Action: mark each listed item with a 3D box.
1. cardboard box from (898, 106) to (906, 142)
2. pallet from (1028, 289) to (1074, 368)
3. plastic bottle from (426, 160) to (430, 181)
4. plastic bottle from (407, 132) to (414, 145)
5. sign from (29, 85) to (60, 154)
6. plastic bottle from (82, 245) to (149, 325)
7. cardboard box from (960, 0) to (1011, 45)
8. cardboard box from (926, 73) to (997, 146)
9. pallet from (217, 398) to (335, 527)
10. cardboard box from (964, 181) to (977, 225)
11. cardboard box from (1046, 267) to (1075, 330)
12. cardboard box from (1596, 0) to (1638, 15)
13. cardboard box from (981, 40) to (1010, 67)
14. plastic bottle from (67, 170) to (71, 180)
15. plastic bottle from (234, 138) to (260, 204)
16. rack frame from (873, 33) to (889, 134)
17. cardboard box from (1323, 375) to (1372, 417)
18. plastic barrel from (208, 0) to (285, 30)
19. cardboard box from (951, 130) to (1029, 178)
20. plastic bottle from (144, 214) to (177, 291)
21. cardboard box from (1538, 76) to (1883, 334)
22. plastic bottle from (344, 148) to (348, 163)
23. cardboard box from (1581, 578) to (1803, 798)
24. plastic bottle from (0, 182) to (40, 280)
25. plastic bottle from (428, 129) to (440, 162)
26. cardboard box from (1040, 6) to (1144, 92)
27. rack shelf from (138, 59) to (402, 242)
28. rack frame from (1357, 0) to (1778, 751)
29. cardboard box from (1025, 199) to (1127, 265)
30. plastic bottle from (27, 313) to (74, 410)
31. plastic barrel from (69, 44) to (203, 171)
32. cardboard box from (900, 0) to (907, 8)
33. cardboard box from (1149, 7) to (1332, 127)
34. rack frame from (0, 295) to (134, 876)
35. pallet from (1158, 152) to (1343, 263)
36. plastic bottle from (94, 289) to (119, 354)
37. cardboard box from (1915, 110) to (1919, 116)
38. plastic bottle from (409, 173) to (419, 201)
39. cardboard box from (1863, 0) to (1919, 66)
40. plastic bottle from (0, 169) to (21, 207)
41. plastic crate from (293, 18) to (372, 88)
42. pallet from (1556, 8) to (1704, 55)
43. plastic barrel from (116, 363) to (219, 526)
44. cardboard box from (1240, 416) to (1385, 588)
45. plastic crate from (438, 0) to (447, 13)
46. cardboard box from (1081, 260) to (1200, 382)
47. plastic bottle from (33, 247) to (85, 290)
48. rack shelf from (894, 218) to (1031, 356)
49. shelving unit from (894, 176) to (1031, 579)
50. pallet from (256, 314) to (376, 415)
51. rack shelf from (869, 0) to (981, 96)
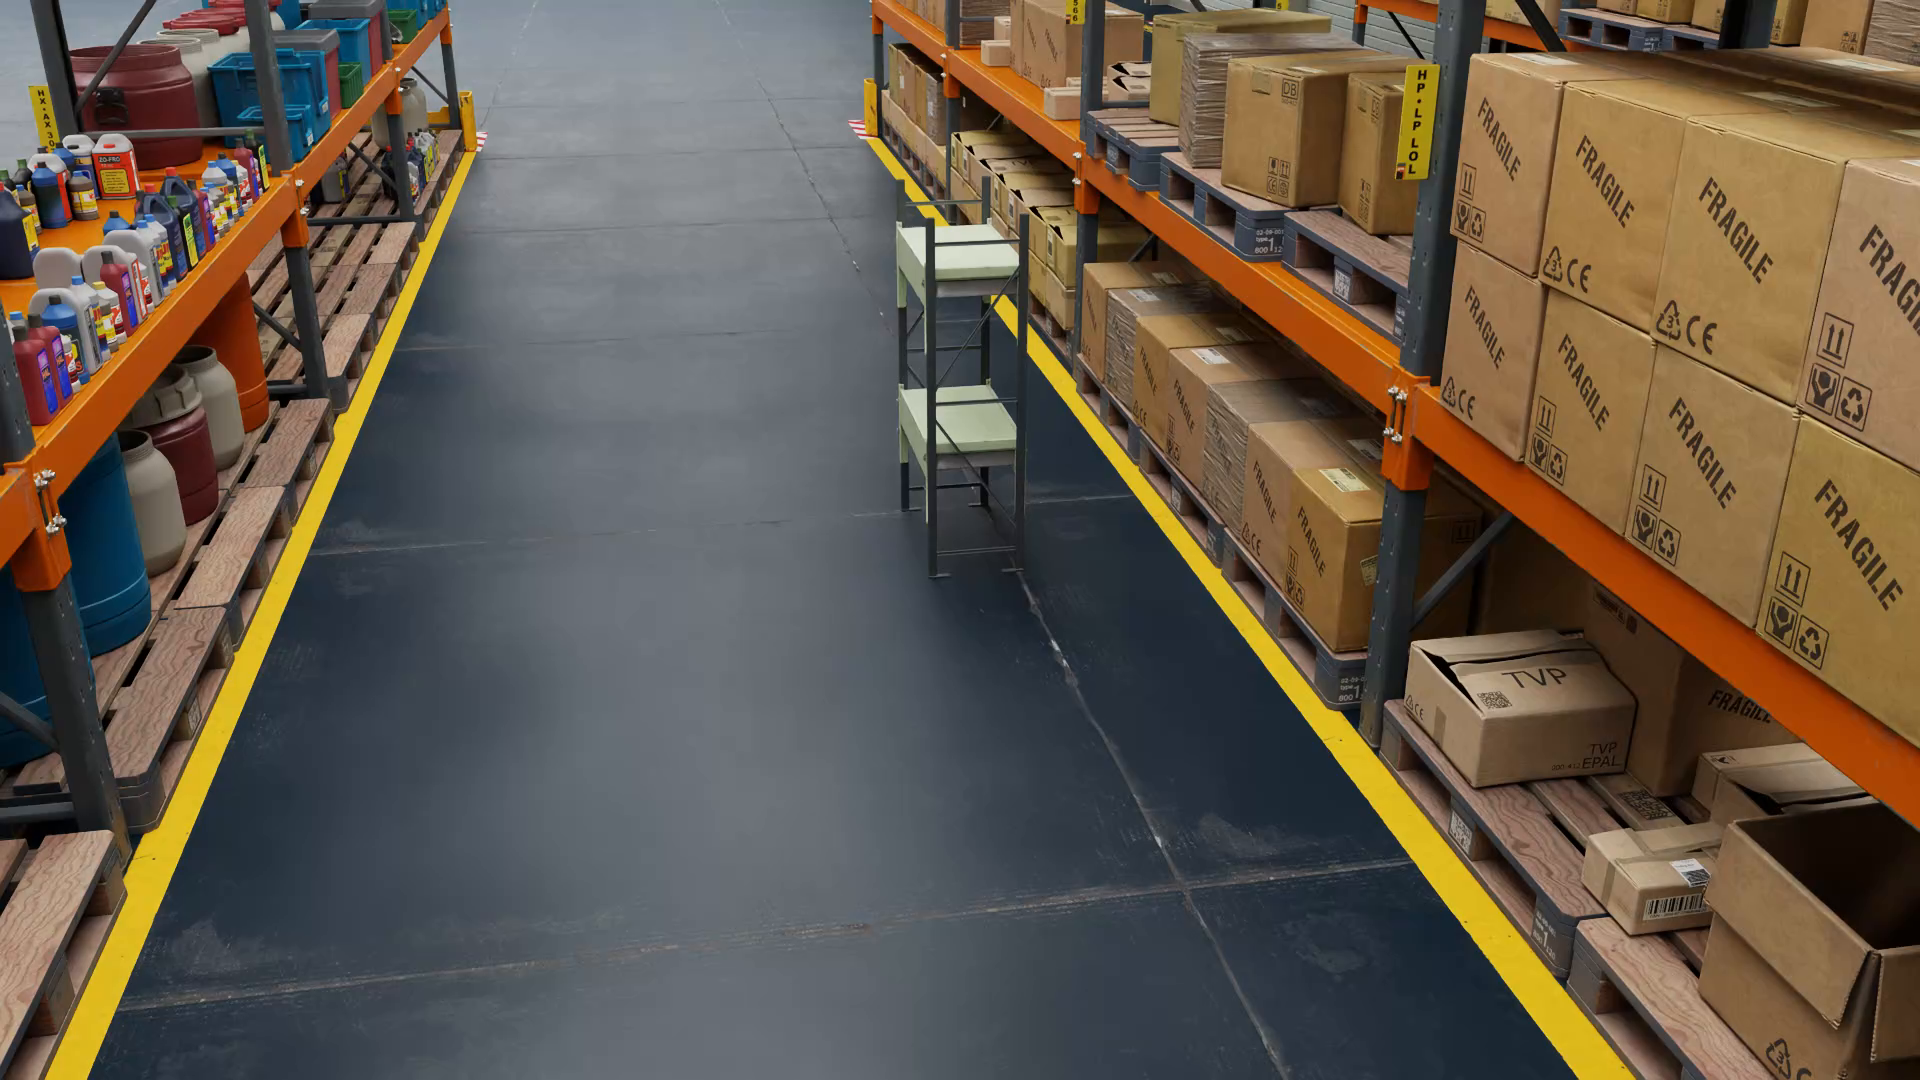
[{"bbox_3d":[-0.278,-3.755,15.010,0.500,0.250,0.500,-4,24,-10],"label":"cardboard box"},{"bbox_3d":[1.019,-1.345,10.066,1.003,0.211,1.213,-4,24,-10],"label":"pallet"},{"bbox_3d":[-4.281,-2.959,13.224,0.097,0.201,0.097,0,24,0],"label":"plastic bottle"},{"bbox_3d":[-4.529,-3.235,13.754,0.061,0.283,0.133,-4,24,-10],"label":"plastic bottle"},{"bbox_3d":[-4.275,-1.962,7.792,0.100,0.325,0.005,-4,24,-10],"label":"sign"},{"bbox_3d":[-2.878,-0.875,5.662,0.152,0.276,0.135,-4,24,-10],"label":"plastic bottle"},{"bbox_3d":[0.305,-4.089,12.741,0.700,0.500,0.500,-5,24,-11],"label":"cardboard box"},{"bbox_3d":[0.012,-3.509,13.511,0.500,0.500,0.500,-4,24,-10],"label":"cardboard box"},{"bbox_3d":[-3.549,-0.346,7.779,1.003,0.211,1.213,-4,24,-10],"label":"pallet"},{"bbox_3d":[0.318,-2.424,11.963,0.500,0.250,0.500,-4,24,-8],"label":"cardboard box"},{"bbox_3d":[0.796,-1.418,9.659,0.500,0.250,0.500,-4,24,-8],"label":"cardboard box"},{"bbox_3d":[5.322,-4.282,12.633,0.700,0.500,0.500,-4,24,-10],"label":"cardboard box"},{"bbox_3d":[0.356,-3.391,11.580,0.380,0.149,0.250,-4,24,-10],"label":"cardboard box"},{"bbox_3d":[-3.961,-1.560,7.322,0.097,0.201,0.097,0,24,0],"label":"plastic bottle"},{"bbox_3d":[-3.199,-1.659,7.447,0.061,0.283,0.133,-4,24,-10],"label":"plastic bottle"},{"bbox_3d":[-0.346,-5.443,15.965,1.000,3.000,0.127,-4,24,-10],"label":"rack frame"},{"bbox_3d":[1.828,-0.393,6.976,0.500,0.500,0.500,-4,24,-9],"label":"cardboard box"},{"bbox_3d":[-4.514,-3.174,10.600,0.433,0.535,0.433,0,24,0],"label":"plastic barrel"},{"bbox_3d":[0.225,-2.878,12.302,0.500,0.311,0.500,-4,24,-10],"label":"cardboard box"},{"bbox_3d":[-2.934,-1.050,6.068,0.097,0.271,0.097,0,24,0],"label":"plastic bottle"},{"bbox_3d":[1.779,-0.818,4.001,0.500,0.500,0.500,-5,24,-11],"label":"cardboard box"},{"bbox_3d":[-5.186,-3.293,13.901,0.097,0.271,0.097,0,24,0],"label":"plastic bottle"},{"bbox_3d":[2.257,0.424,5.105,0.500,0.500,0.500,-4,24,-10],"label":"cardboard box"},{"bbox_3d":[-3.567,-1.170,6.243,0.144,0.351,0.185,-4,24,-10],"label":"plastic bottle"},{"bbox_3d":[-4.405,-3.300,13.902,0.061,0.283,0.133,-4,24,-8],"label":"plastic bottle"},{"bbox_3d":[0.807,-3.001,10.248,0.500,0.500,0.500,-6,24,-13],"label":"cardboard box"},{"bbox_3d":[-4.105,-2.388,9.869,1.077,0.370,4.000,-4,24,-10],"label":"rack shelf"},{"bbox_3d":[1.873,-0.723,5.157,1.000,3.000,0.127,-4,24,-10],"label":"rack frame"},{"bbox_3d":[0.692,-1.877,10.011,0.500,0.311,0.500,-5,24,-11],"label":"cardboard box"},{"bbox_3d":[-2.669,-0.533,4.867,0.061,0.283,0.133,-4,24,-10],"label":"plastic bottle"},{"bbox_3d":[-4.119,-2.154,8.263,0.600,0.536,0.708,-4,24,-10],"label":"plastic barrel"},{"bbox_3d":[-0.171,-5.098,15.050,0.700,0.500,0.500,-4,24,-8],"label":"cardboard box"},{"bbox_3d":[1.360,-2.295,8.108,0.700,0.500,0.500,-13,27,-27],"label":"cardboard box"},{"bbox_3d":[-2.996,-0.358,4.321,1.000,3.000,0.127,-4,24,-10],"label":"rack frame"},{"bbox_3d":[1.497,-1.444,7.048,1.003,0.211,1.213,-4,24,-10],"label":"pallet"},{"bbox_3d":[-2.787,-0.707,5.369,0.097,0.201,0.097,0,24,0],"label":"plastic bottle"},{"bbox_3d":[2.411,-0.648,3.611,0.500,0.500,0.500,-4,24,-9],"label":"cardboard box"},{"bbox_3d":[-4.141,-2.661,12.543,0.097,0.201,0.097,0,24,0],"label":"plastic bottle"},{"bbox_3d":[5.904,-3.096,9.916,0.700,0.500,0.500,-7,25,-16],"label":"cardboard box"},{"bbox_3d":[-3.865,-1.355,6.750,0.061,0.283,0.133,-4,24,-10],"label":"plastic bottle"},{"bbox_3d":[-3.966,-3.086,10.589,0.392,0.384,0.575,-4,24,-10],"label":"plastic crate"},{"bbox_3d":[5.259,-3.838,12.530,1.003,0.211,1.213,-4,24,-10],"label":"pallet"},{"bbox_3d":[-3.420,-0.383,6.868,0.600,0.588,0.708,-4,24,-10],"label":"plastic barrel"},{"bbox_3d":[1.417,-0.147,6.412,0.500,0.500,0.500,-4,24,-10],"label":"cardboard box"},{"bbox_3d":[-4.828,-4.835,14.758,0.499,0.251,0.616,-4,24,-10],"label":"plastic crate"},{"bbox_3d":[0.936,-1.152,8.714,0.500,0.500,0.500,-3,24,-7],"label":"cardboard box"},{"bbox_3d":[-3.028,-0.864,5.636,0.152,0.276,0.135,-4,24,-10],"label":"plastic bottle"},{"bbox_3d":[-0.001,-1.048,6.800,0.431,0.370,0.720,-4,24,-10],"label":"rack shelf"},{"bbox_3d":[-0.001,-0.690,6.956,0.431,1.500,0.755,-4,24,-10],"label":"shelving unit"},{"bbox_3d":[-3.841,-0.961,9.186,1.003,0.211,1.213,-4,24,-10],"label":"pallet"},{"bbox_3d":[0.023,-4.327,14.307,1.077,0.370,4.000,-4,24,-10],"label":"rack shelf"}]
